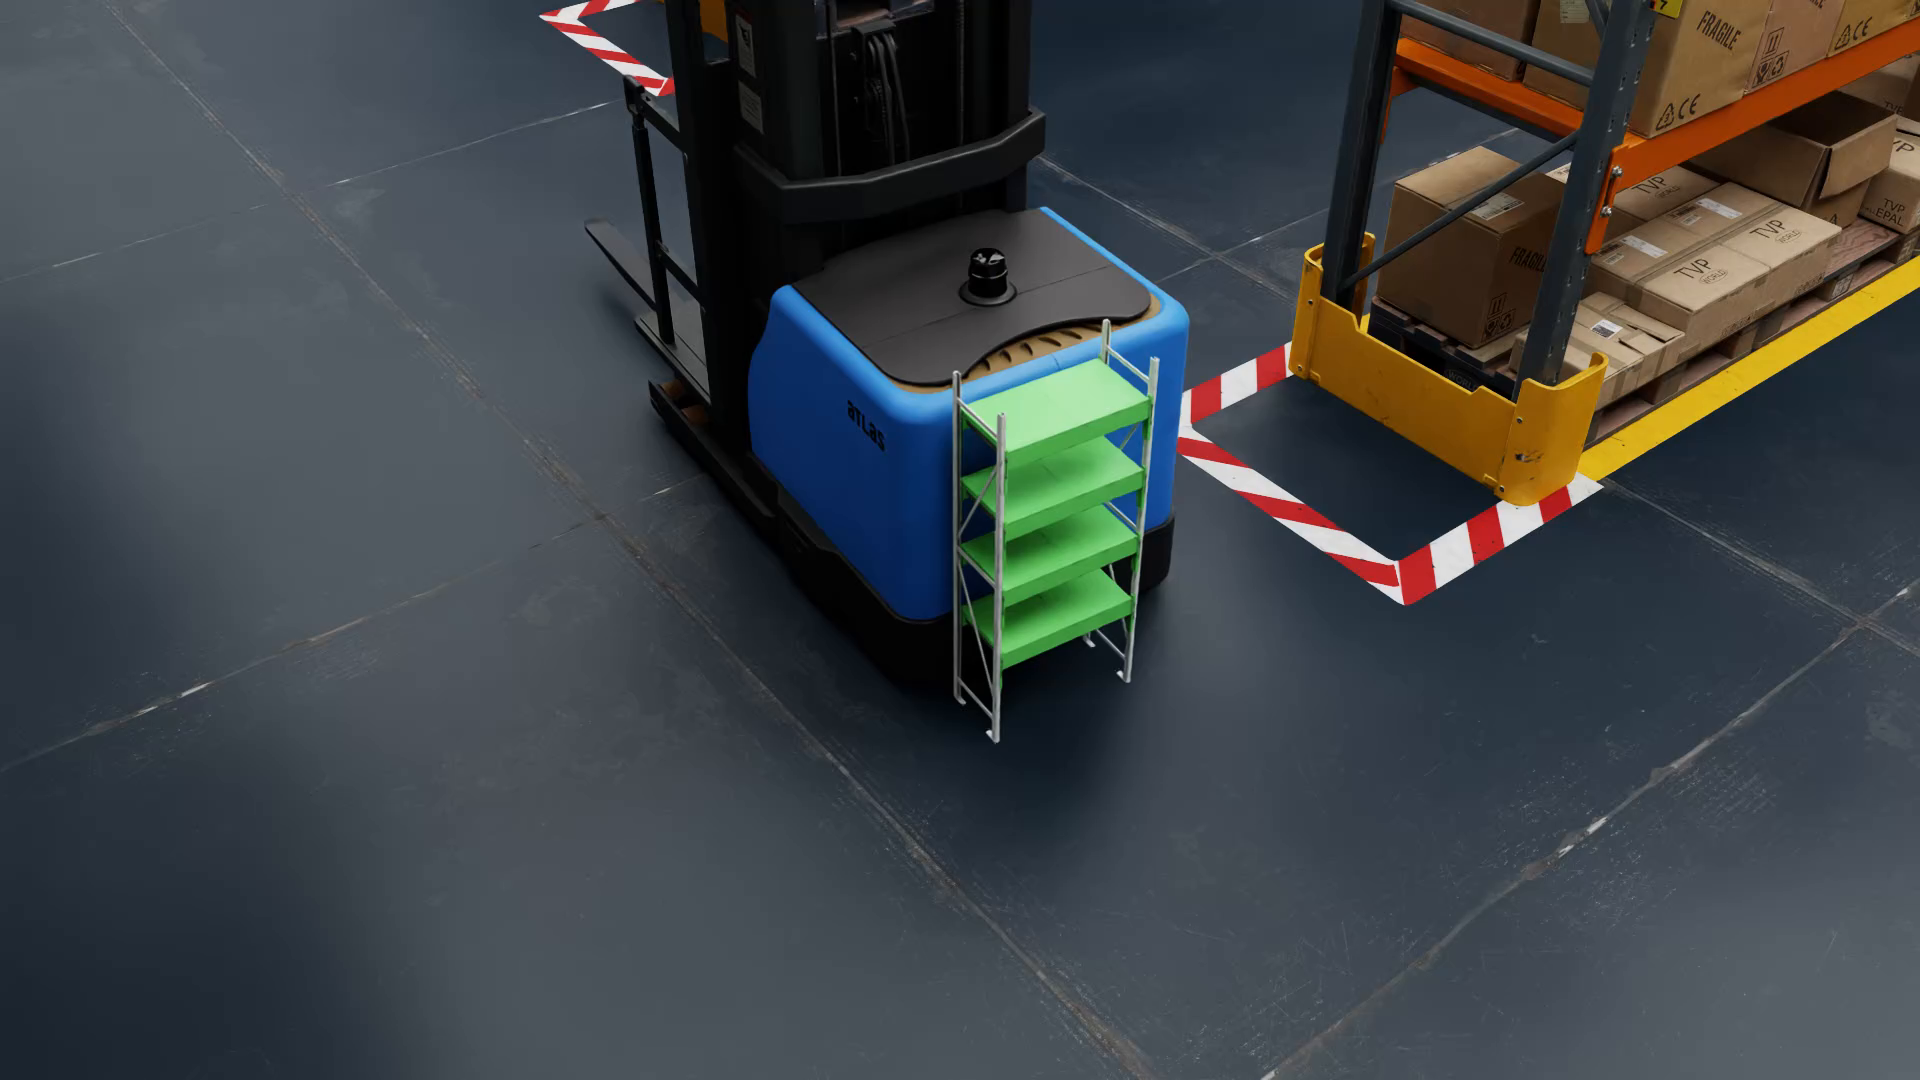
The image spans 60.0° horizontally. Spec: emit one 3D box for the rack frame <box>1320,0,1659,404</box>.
[{"bbox_3d":[1.705,-1.592,5.326,0.127,3.000,1.000,-26,46,-28],"label":"rack frame"}]

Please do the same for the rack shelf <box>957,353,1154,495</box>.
[{"bbox_3d":[0.257,-0.321,4.539,0.480,0.148,0.258,-22,44,-24],"label":"rack shelf"}]

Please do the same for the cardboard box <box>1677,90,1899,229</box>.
[{"bbox_3d":[3.390,-1.615,6.975,0.637,0.503,0.797,-26,46,-28],"label":"cardboard box"}]

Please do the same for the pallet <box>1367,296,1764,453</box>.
[{"bbox_3d":[2.397,-0.852,6.623,1.213,0.211,1.003,-26,46,-28],"label":"pallet"}]

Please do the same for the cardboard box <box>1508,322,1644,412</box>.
[{"bbox_3d":[2.247,-0.649,6.077,0.250,0.149,0.380,-26,46,-28],"label":"cardboard box"}]

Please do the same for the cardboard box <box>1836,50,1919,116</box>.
[{"bbox_3d":[4.412,-2.215,7.859,0.500,0.311,0.500,-26,46,-28],"label":"cardboard box"}]

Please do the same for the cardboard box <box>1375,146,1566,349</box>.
[{"bbox_3d":[1.986,-1.130,6.387,0.500,0.500,0.500,-26,46,-28],"label":"cardboard box"}]

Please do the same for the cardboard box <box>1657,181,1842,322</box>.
[{"bbox_3d":[3.102,-1.153,6.612,0.500,0.250,0.500,-26,46,-28],"label":"cardboard box"}]

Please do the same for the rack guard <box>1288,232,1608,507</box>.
[{"bbox_3d":[1.766,-0.655,6.155,0.348,0.500,1.175,-26,46,-28],"label":"rack guard"}]

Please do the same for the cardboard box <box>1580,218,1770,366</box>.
[{"bbox_3d":[2.706,-0.960,6.377,0.500,0.250,0.500,-26,46,-28],"label":"cardboard box"}]

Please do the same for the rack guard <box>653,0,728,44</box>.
[{"bbox_3d":[-1.321,-3.103,9.138,0.348,0.500,1.175,-26,46,-28],"label":"rack guard"}]

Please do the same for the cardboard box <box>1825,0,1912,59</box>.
[{"bbox_3d":[3.023,-2.065,5.823,0.500,0.500,0.500,-26,46,-28],"label":"cardboard box"}]

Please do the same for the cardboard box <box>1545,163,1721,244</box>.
[{"bbox_3d":[2.758,-1.386,6.895,0.500,0.250,0.500,-26,46,-28],"label":"cardboard box"}]

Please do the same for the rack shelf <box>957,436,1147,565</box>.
[{"bbox_3d":[0.257,-0.135,4.691,0.480,0.148,0.258,-22,44,-24],"label":"rack shelf"}]

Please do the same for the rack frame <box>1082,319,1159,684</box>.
[{"bbox_3d":[0.464,-0.081,4.903,0.015,1.200,0.240,-22,44,-24],"label":"rack frame"}]

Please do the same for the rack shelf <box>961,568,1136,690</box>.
[{"bbox_3d":[0.256,0.236,4.996,0.480,0.148,0.258,-22,44,-24],"label":"rack shelf"}]

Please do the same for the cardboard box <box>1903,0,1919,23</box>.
[{"bbox_3d":[3.421,-2.257,6.057,0.500,0.500,0.500,-25,46,-28],"label":"cardboard box"}]

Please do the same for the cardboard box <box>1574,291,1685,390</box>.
[{"bbox_3d":[2.445,-0.753,6.190,0.250,0.166,0.380,-26,46,-28],"label":"cardboard box"}]

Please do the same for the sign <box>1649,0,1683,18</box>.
[{"bbox_3d":[2.036,-1.654,4.719,0.005,0.325,0.100,-26,46,-28],"label":"sign"}]

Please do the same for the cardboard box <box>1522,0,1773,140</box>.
[{"bbox_3d":[2.218,-1.670,5.342,0.500,0.500,0.500,-25,46,-27],"label":"cardboard box"}]

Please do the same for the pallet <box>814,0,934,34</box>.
[{"bbox_3d":[-0.633,-3.306,9.614,1.213,0.211,1.003,-26,46,-28],"label":"pallet"}]

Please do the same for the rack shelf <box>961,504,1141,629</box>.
[{"bbox_3d":[0.256,0.050,4.844,0.480,0.148,0.258,-22,44,-24],"label":"rack shelf"}]

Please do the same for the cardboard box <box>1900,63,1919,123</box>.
[{"bbox_3d":[4.598,-1.979,7.422,0.500,0.500,0.500,-26,46,-28],"label":"cardboard box"}]

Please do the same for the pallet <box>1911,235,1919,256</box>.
[{"bbox_3d":[4.332,-1.795,7.772,1.213,0.211,1.003,-26,46,-28],"label":"pallet"}]

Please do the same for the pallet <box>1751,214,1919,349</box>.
[{"bbox_3d":[3.364,-1.321,7.194,1.213,0.211,1.003,-26,46,-28],"label":"pallet"}]

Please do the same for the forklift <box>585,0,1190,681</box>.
[{"bbox_3d":[-0.508,-1.609,5.400,1.130,2.935,3.031,-22,44,-24],"label":"forklift"}]

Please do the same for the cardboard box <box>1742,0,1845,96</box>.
[{"bbox_3d":[2.624,-1.872,5.588,0.500,0.500,0.500,-26,46,-28],"label":"cardboard box"}]

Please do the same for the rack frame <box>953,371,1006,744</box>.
[{"bbox_3d":[0.049,0.082,4.703,0.015,1.200,0.240,-22,44,-24],"label":"rack frame"}]

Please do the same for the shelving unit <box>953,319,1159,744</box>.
[{"bbox_3d":[0.256,0.001,4.803,0.503,1.200,0.258,-22,44,-24],"label":"shelving unit"}]

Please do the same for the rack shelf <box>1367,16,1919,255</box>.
[{"bbox_3d":[3.291,-2.087,6.497,4.000,0.370,1.077,-26,46,-28],"label":"rack shelf"}]

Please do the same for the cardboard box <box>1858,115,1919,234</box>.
[{"bbox_3d":[4.003,-1.616,7.128,0.500,0.311,0.500,-26,46,-28],"label":"cardboard box"}]

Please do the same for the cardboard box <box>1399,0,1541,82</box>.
[{"bbox_3d":[1.895,-1.941,5.672,0.500,0.500,0.500,-25,45,-27],"label":"cardboard box"}]
